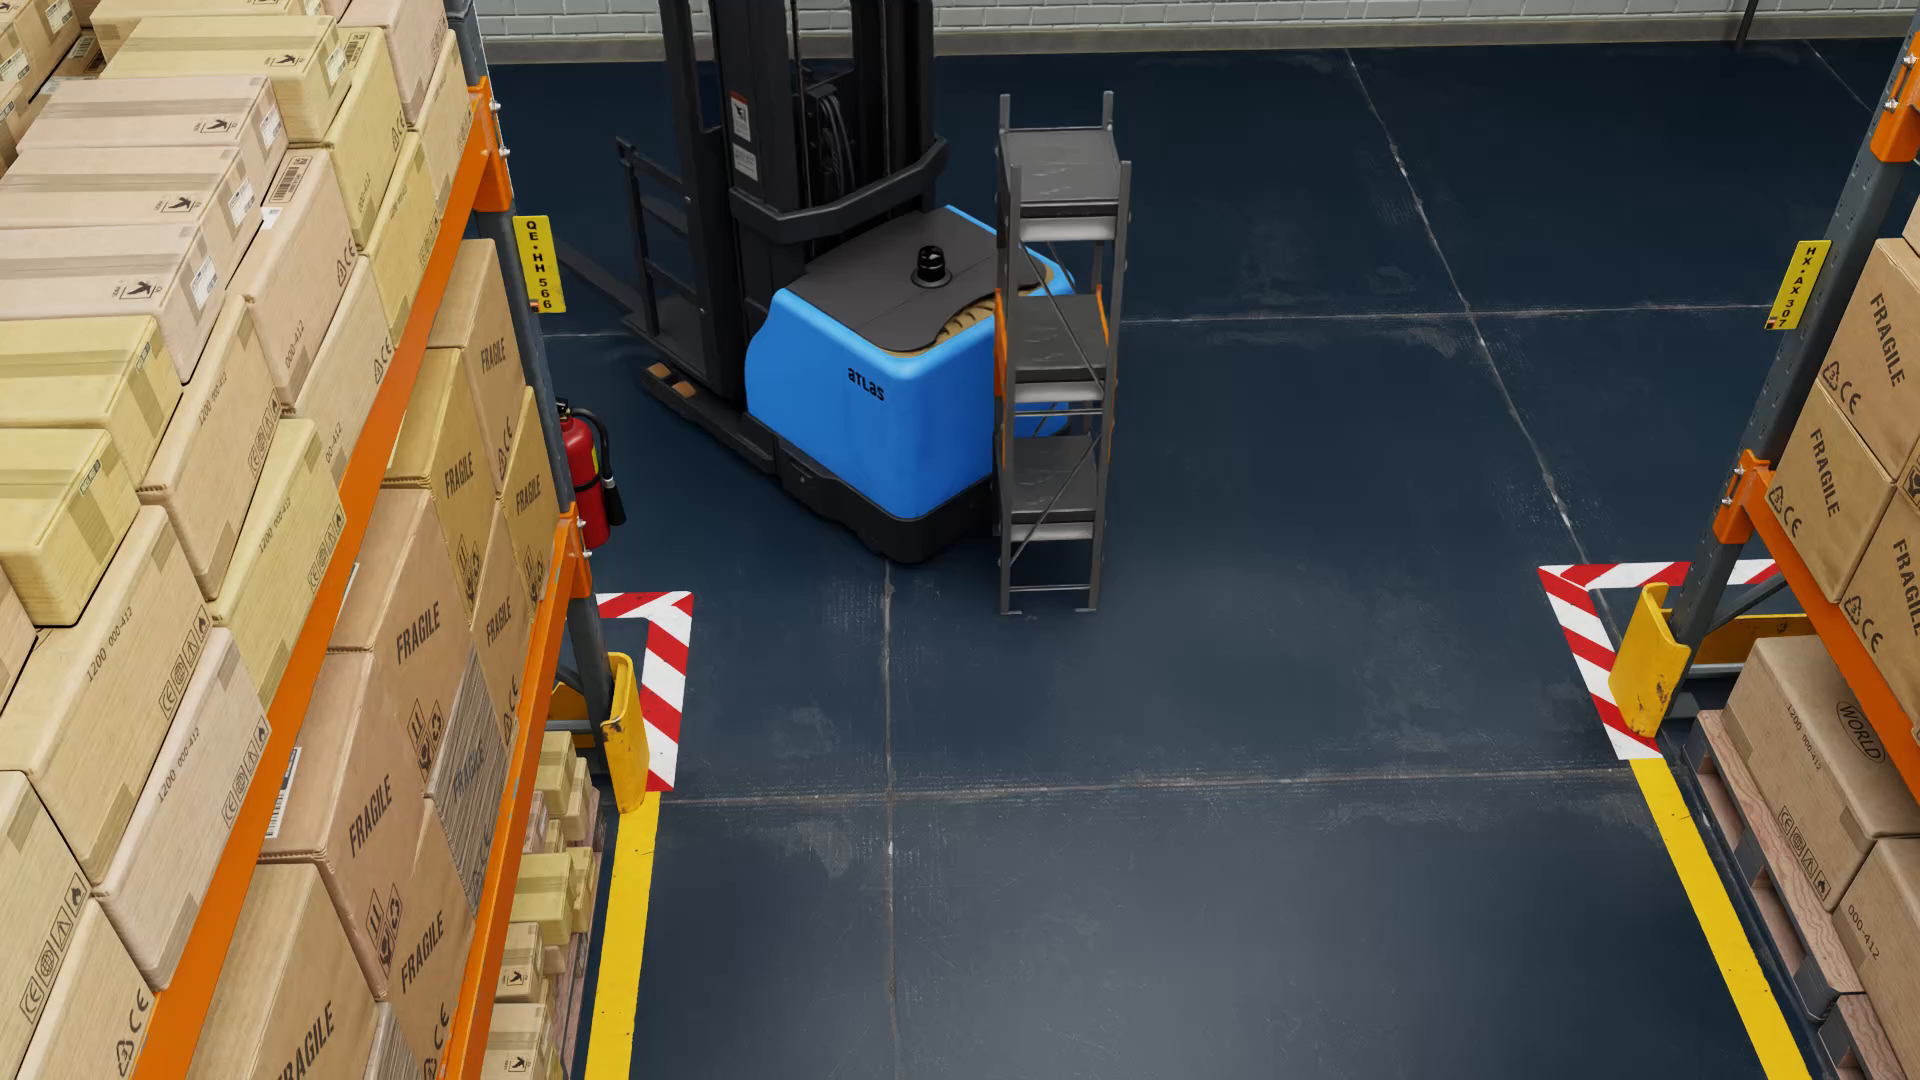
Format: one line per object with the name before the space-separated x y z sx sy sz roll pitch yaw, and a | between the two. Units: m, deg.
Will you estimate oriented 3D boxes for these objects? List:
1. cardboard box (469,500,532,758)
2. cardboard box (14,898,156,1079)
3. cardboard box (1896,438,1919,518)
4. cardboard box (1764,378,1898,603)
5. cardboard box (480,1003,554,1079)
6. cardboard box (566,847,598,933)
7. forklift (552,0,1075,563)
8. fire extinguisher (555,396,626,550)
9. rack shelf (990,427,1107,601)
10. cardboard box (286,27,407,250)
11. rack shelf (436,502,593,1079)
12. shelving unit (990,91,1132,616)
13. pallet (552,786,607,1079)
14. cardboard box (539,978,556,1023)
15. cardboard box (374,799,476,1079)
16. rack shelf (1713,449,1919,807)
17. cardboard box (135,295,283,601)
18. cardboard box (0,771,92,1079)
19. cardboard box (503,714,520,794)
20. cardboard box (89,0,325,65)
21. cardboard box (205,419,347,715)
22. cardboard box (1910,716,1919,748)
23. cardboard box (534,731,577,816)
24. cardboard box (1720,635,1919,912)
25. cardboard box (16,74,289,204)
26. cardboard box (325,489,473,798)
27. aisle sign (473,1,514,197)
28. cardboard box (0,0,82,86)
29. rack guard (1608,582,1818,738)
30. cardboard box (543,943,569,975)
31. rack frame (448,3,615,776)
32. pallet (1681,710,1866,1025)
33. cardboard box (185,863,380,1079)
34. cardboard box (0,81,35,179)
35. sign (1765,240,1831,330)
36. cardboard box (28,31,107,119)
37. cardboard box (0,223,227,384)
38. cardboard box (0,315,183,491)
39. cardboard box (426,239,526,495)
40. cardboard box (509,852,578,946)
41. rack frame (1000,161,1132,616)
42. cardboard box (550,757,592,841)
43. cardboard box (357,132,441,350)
cardboard box | -1.476 0.250 4.463 0.500 0.500 0.500 -2 43 -2
cardboard box | -1.386 0.744 2.109 0.500 0.250 0.500 -2 43 -2
cardboard box | 2.937 -0.182 4.415 0.500 0.500 0.500 -3 43 -3
cardboard box | 2.906 -0.162 5.133 0.500 0.500 0.500 -2 43 -2
cardboard box | -1.388 1.478 4.776 0.380 0.149 0.250 0 43 0
cardboard box | -1.426 1.169 5.554 0.380 0.149 0.250 0 43 0
forklift | -0.890 -1.882 7.135 1.130 2.935 3.031 -33 52 -31
fire extinguisher | -1.319 -0.265 5.652 0.296 0.674 0.183 -2 43 -2
rack shelf | 0.355 -0.109 6.872 0.431 0.518 0.480 -2 43 -2
cardboard box | -1.473 -0.833 3.460 0.500 0.250 0.500 -3 43 -3
rack shelf | -1.684 1.368 4.070 1.077 0.370 4.000 -2 43 -2
shelving unit | 0.355 -0.635 6.389 0.431 2.100 0.503 -2 43 -2
pallet | -1.767 1.381 5.587 1.003 0.211 1.213 -2 43 -2
cardboard box | -1.478 1.516 5.175 0.380 0.149 0.250 -1 43 -1
cardboard box | -1.434 0.929 3.723 0.500 0.500 0.500 0 43 0
rack shelf | 3.257 1.158 4.300 1.077 0.370 4.000 -2 43 -2
cardboard box | -1.444 -0.147 2.711 0.500 0.250 0.500 -3 43 -4
cardboard box | -1.397 0.550 1.952 0.500 0.250 0.500 -2 43 -2
cardboard box | -1.440 0.567 4.598 0.380 0.149 0.250 -1 43 -1
cardboard box | -1.537 -1.071 3.424 0.380 0.149 0.250 -3 43 -3
cardboard box | -1.407 0.039 2.878 0.500 0.250 0.500 0 43 0
cardboard box | 2.958 0.522 4.386 0.500 0.500 0.500 -2 43 -2
cardboard box | -1.494 0.779 5.539 0.380 0.149 0.250 -1 43 -1
cardboard box | 3.300 0.775 5.770 0.875 0.438 0.875 -3 43 -3
cardboard box | -1.467 -0.723 3.045 0.380 0.149 0.250 -3 43 -3
cardboard box | -1.449 0.232 3.743 0.500 0.500 0.500 0 43 0
aisle sign | -1.473 -1.264 4.485 0.394 0.787 0.004 -2 43 -2
cardboard box | -2.052 -1.046 3.397 0.380 0.149 0.250 -2 43 -2
rack guard | 3.171 0.447 6.392 1.175 0.500 0.348 -2 43 -2
cardboard box | -1.438 1.238 5.259 0.380 0.149 0.250 -3 43 -4
rack frame | -1.769 -0.247 5.300 1.000 3.000 0.127 -2 43 -2
pallet | 3.284 1.108 5.885 1.003 0.211 1.213 -2 43 -2
cardboard box | -1.403 0.936 2.975 0.500 0.500 0.500 -1 43 -1
cardboard box | -1.925 -0.711 3.032 0.380 0.149 0.250 -1 43 -1
sign | 2.617 -0.794 5.197 0.100 0.325 0.005 -2 43 -2
cardboard box | -1.987 -0.826 3.452 0.500 0.250 0.500 -2 43 -2
cardboard box | -1.418 -0.374 2.664 0.380 0.149 0.250 -3 43 -3
cardboard box | -1.402 -0.197 2.471 0.380 0.149 0.250 -3 43 -3
cardboard box | -1.501 -0.461 4.499 0.500 0.500 0.500 -2 43 -3
cardboard box | -1.402 1.122 5.165 0.380 0.149 0.250 -3 43 -3
rack frame | 0.368 -0.471 6.210 0.400 2.100 0.015 -2 43 -2
cardboard box | -1.462 0.887 5.641 0.380 0.149 0.250 -3 43 -3
cardboard box | -1.457 -0.654 3.635 0.500 0.250 0.500 -2 43 -2
